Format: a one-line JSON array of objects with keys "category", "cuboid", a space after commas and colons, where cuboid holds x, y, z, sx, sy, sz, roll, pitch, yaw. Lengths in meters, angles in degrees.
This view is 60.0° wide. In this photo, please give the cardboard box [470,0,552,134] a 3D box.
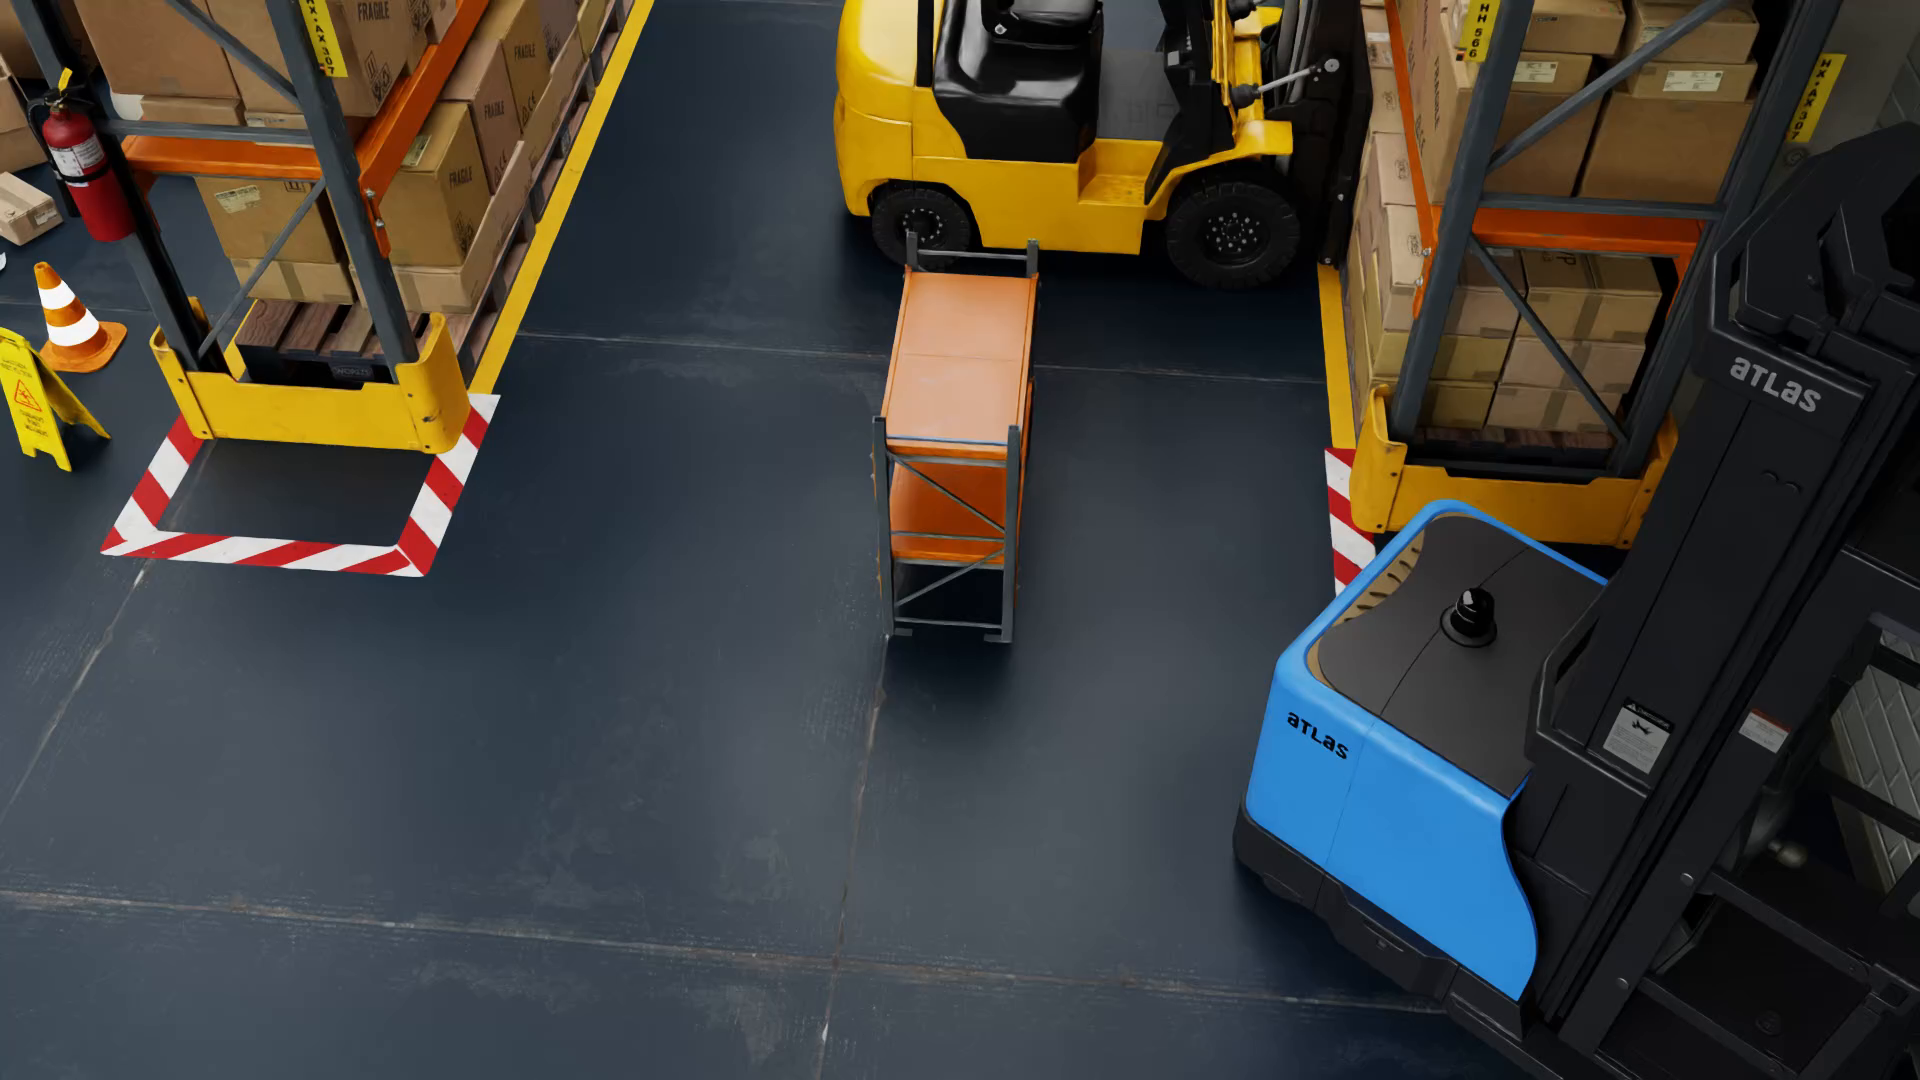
[{"category": "cardboard box", "cuboid": [-2.291, -2.296, 7.888, 0.500, 0.500, 0.500, 5, 48, 4]}]

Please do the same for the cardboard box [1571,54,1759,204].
[{"category": "cardboard box", "cuboid": [2.527, -1.533, 6.051, 0.500, 0.500, 0.500, 5, 48, 5]}]

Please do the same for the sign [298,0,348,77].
[{"category": "sign", "cuboid": [-2.198, -1.741, 5.723, 0.100, 0.325, 0.005, 4, 48, 4]}]

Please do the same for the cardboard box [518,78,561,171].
[{"category": "cardboard box", "cuboid": [-2.298, -2.049, 8.170, 0.500, 0.250, 0.500, 7, 48, 6]}]

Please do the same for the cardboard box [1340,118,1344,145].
[{"category": "cardboard box", "cuboid": [2.068, -1.849, 7.987, 0.500, 0.250, 0.500, 5, 48, 5]}]

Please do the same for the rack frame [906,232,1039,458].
[{"category": "rack frame", "cuboid": [0.047, -0.758, 6.681, 0.500, 1.125, 0.032, 4, 48, 4]}]

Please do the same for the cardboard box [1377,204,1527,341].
[{"category": "cardboard box", "cuboid": [1.937, -1.064, 6.592, 0.500, 0.250, 0.500, 5, 48, 5]}]

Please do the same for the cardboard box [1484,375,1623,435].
[{"category": "cardboard box", "cuboid": [2.445, -0.715, 6.950, 0.500, 0.250, 0.500, 4, 48, 4]}]

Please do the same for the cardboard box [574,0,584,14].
[{"category": "cardboard box", "cuboid": [-2.205, -3.064, 8.590, 0.500, 0.500, 0.500, 5, 48, 4]}]

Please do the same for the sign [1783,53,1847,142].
[{"category": "sign", "cuboid": [2.757, -1.431, 5.386, 0.100, 0.325, 0.005, 4, 48, 4]}]

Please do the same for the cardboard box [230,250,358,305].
[{"category": "cardboard box", "cuboid": [-2.930, -1.328, 7.511, 0.500, 0.250, 0.500, 4, 48, 3]}]

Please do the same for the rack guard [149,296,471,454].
[{"category": "rack guard", "cuboid": [-2.731, -0.697, 7.049, 1.175, 0.500, 0.348, 4, 48, 4]}]

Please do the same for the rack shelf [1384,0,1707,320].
[{"category": "rack shelf", "cuboid": [2.388, -2.381, 7.382, 1.077, 0.370, 4.000, 4, 48, 4]}]

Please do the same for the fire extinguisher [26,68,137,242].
[{"category": "fire extinguisher", "cuboid": [-3.207, -1.406, 6.055, 0.296, 0.674, 0.183, 4, 48, 4]}]

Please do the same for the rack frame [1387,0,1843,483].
[{"category": "rack frame", "cuboid": [2.205, -1.154, 5.772, 1.000, 3.000, 0.127, 4, 48, 4]}]

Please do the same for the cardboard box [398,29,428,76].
[{"category": "cardboard box", "cuboid": [-2.387, -2.012, 6.727, 0.380, 0.149, 0.250, 2, 48, 2]}]

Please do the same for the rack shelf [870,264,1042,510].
[{"category": "rack shelf", "cuboid": [0.001, -0.582, 6.123, 0.538, 0.278, 1.000, 4, 48, 4]}]

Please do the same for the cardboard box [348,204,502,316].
[{"category": "cardboard box", "cuboid": [-2.389, -1.273, 7.460, 0.500, 0.250, 0.500, 4, 48, 3]}]

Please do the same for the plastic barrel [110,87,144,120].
[{"category": "plastic barrel", "cuboid": [-4.058, -2.235, 8.507, 0.421, 0.421, 0.512, -36, 57, -28]}]

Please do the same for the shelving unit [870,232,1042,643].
[{"category": "shelving unit", "cuboid": [0.001, -0.385, 6.339, 0.538, 1.125, 1.048, 4, 48, 4]}]

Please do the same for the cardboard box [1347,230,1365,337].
[{"category": "cardboard box", "cuboid": [1.988, -1.099, 7.301, 0.500, 0.250, 0.500, 4, 48, 4]}]

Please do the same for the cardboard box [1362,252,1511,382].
[{"category": "cardboard box", "cuboid": [1.938, -0.915, 6.794, 0.500, 0.250, 0.500, 3, 48, 3]}]

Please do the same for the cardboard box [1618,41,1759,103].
[{"category": "cardboard box", "cuboid": [2.494, -1.638, 5.708, 0.380, 0.149, 0.250, 3, 48, 3]}]

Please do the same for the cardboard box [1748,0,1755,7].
[{"category": "cardboard box", "cuboid": [2.535, -1.930, 5.774, 0.380, 0.149, 0.250, 5, 48, 5]}]

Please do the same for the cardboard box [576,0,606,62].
[{"category": "cardboard box", "cuboid": [-2.198, -2.793, 8.851, 0.500, 0.250, 0.500, 3, 48, 2]}]

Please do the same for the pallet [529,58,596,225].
[{"category": "pallet", "cuboid": [-2.508, -2.088, 8.517, 1.003, 0.211, 1.213, 4, 48, 4]}]

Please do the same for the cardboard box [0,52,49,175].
[{"category": "cardboard box", "cuboid": [-5.099, -2.103, 8.333, 0.797, 0.503, 0.637, -27, 53, -23]}]

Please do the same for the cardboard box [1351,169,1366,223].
[{"category": "cardboard box", "cuboid": [2.021, -1.663, 7.479, 0.500, 0.250, 0.500, 3, 48, 3]}]

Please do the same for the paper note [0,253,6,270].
[{"category": "paper note", "cuboid": [-4.634, -1.311, 7.929, 0.148, 0.019, 0.142, -11, 49, -10]}]

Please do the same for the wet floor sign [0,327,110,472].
[{"category": "wet floor sign", "cuboid": [-3.821, -0.623, 6.882, 0.267, 0.644, 0.232, 19, 50, 17]}]

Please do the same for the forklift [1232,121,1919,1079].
[{"category": "forklift", "cuboid": [2.369, 0.562, 4.249, 3.031, 2.935, 1.130, 33, 56, 27]}]

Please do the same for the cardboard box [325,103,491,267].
[{"category": "cardboard box", "cuboid": [-2.388, -1.543, 7.199, 0.500, 0.500, 0.500, 2, 48, 2]}]

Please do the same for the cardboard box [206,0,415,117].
[{"category": "cardboard box", "cuboid": [-2.419, -1.948, 6.230, 0.500, 0.500, 0.500, 3, 48, 3]}]

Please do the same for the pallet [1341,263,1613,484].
[{"category": "pallet", "cuboid": [2.233, -0.777, 7.318, 1.003, 0.211, 1.213, 4, 48, 4]}]

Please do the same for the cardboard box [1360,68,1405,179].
[{"category": "cardboard box", "cuboid": [2.013, -1.811, 7.275, 0.500, 0.250, 0.500, 4, 48, 4]}]

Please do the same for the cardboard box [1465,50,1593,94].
[{"category": "cardboard box", "cuboid": [1.958, -1.680, 5.746, 0.380, 0.149, 0.250, 5, 48, 4]}]

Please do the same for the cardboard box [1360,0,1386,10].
[{"category": "cardboard box", "cuboid": [2.123, -2.568, 7.968, 0.500, 0.250, 0.500, 5, 48, 5]}]

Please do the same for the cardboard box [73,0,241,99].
[{"category": "cardboard box", "cuboid": [-2.963, -2.036, 6.310, 0.500, 0.500, 0.500, 3, 48, 3]}]

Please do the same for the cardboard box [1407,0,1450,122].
[{"category": "cardboard box", "cuboid": [2.045, -1.947, 6.431, 0.500, 0.500, 0.500, 5, 48, 5]}]
